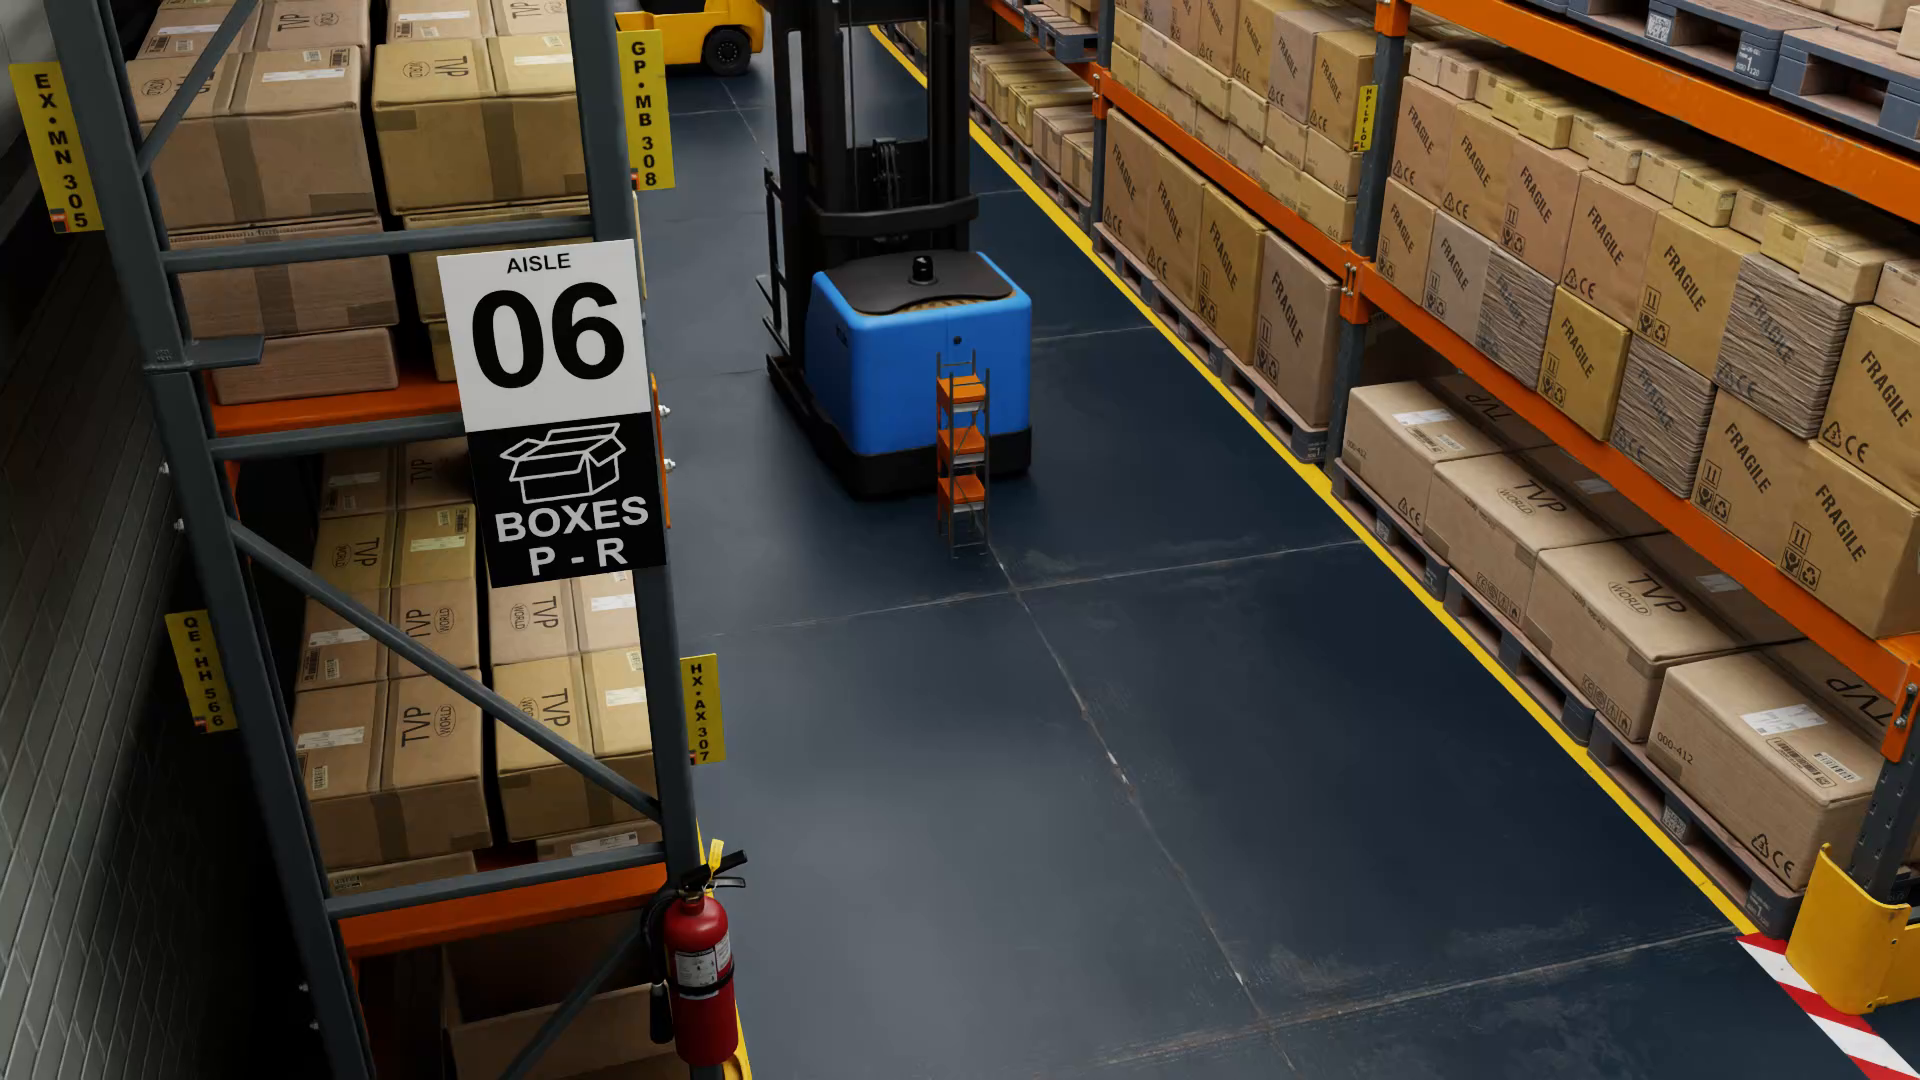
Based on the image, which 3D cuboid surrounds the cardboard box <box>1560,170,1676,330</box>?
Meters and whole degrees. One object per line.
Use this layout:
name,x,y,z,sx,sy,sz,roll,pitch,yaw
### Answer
cardboard box,2.831,-1.196,6.725,0.500,0.500,0.500,-8,31,-14

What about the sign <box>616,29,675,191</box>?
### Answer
sign,-0.647,-0.875,3.401,0.100,0.325,0.005,-8,31,-13

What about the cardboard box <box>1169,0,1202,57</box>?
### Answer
cardboard box,1.650,-3.367,10.475,0.500,0.500,0.500,-7,31,-12

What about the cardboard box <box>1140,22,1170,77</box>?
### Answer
cardboard box,1.524,-3.276,11.066,0.500,0.250,0.500,-7,31,-12

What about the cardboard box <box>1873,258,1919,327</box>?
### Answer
cardboard box,3.236,-0.811,5.412,0.380,0.149,0.250,-7,31,-12

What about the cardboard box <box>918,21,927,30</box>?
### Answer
cardboard box,-0.123,-5.396,16.655,0.500,0.500,0.500,-7,31,-12

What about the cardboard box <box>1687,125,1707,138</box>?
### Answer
cardboard box,3.220,-1.745,7.024,0.380,0.149,0.250,-8,31,-14

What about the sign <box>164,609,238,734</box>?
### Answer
sign,-1.710,0.300,3.766,0.100,0.325,0.005,-8,31,-13

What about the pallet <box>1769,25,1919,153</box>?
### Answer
pallet,3.408,-1.405,5.277,1.003,0.211,1.213,-8,31,-13

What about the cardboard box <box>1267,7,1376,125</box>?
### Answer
cardboard box,2.048,-2.627,9.197,0.500,0.500,0.500,-7,31,-12

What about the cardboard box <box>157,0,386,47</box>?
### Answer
cardboard box,-1.841,-1.381,4.501,0.500,0.250,0.500,-8,31,-13

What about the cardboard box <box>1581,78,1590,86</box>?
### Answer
cardboard box,2.964,-2.107,7.650,0.380,0.149,0.250,-8,31,-13

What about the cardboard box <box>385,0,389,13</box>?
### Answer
cardboard box,-1.309,-1.441,4.605,0.500,0.250,0.500,-8,31,-14

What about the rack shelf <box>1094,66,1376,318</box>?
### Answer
rack shelf,2.022,-2.375,10.577,1.077,0.370,4.000,-8,31,-13

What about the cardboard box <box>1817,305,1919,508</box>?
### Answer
cardboard box,3.257,-0.465,5.462,0.500,0.500,0.500,-7,31,-12

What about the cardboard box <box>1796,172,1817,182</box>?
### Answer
cardboard box,3.457,-1.382,6.397,0.380,0.149,0.250,-8,31,-13

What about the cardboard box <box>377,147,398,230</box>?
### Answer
cardboard box,-1.698,-0.913,4.191,0.500,0.250,0.500,-8,31,-13

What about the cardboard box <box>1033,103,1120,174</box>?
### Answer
cardboard box,1.148,-3.326,13.706,0.950,0.372,0.625,-8,31,-14

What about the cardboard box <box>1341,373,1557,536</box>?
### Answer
cardboard box,2.616,-0.475,8.716,0.875,0.438,0.875,-8,31,-14

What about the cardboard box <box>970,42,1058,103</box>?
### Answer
cardboard box,0.571,-4.375,15.519,0.950,0.372,0.625,-7,31,-13

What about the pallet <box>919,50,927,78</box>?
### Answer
pallet,0.217,-4.697,16.654,1.003,0.211,1.213,-8,31,-13

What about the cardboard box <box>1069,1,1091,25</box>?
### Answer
cardboard box,1.037,-3.972,12.450,0.380,0.149,0.250,-7,31,-13

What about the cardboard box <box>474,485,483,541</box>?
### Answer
cardboard box,-1.458,-0.177,5.915,0.500,0.250,0.500,-9,31,-15

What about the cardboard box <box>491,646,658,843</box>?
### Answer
cardboard box,-1.030,0.555,4.650,0.500,0.250,0.500,-8,31,-13

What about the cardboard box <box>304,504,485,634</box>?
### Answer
cardboard box,-1.810,0.134,5.377,0.500,0.250,0.500,-7,31,-12

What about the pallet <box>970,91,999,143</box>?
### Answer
pallet,0.638,-4.001,15.452,1.003,0.211,1.213,-8,31,-13

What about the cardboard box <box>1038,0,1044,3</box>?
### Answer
cardboard box,0.781,-4.341,13.088,0.380,0.149,0.250,-7,31,-12

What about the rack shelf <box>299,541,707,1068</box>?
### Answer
rack shelf,-1.701,0.219,6.095,1.077,0.370,4.000,-8,31,-13

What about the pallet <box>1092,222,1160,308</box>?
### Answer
pallet,1.628,-2.054,12.089,1.003,0.211,1.213,-8,31,-13

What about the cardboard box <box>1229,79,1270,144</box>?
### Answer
cardboard box,1.919,-2.542,9.798,0.500,0.250,0.500,-7,31,-12

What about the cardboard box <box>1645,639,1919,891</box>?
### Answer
cardboard box,3.343,0.833,6.454,0.875,0.438,0.875,-9,31,-15

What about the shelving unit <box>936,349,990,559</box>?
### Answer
shelving unit,0.014,-0.429,8.442,0.215,1.050,0.252,-8,31,-13

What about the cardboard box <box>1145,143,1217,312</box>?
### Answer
cardboard box,1.827,-2.138,11.152,0.875,0.875,0.875,-7,31,-13

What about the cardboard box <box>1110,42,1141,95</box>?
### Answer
cardboard box,1.379,-3.317,11.637,0.500,0.250,0.500,-8,31,-14

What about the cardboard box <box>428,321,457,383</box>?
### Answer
cardboard box,-1.030,-0.501,3.877,0.380,0.149,0.250,-7,31,-12

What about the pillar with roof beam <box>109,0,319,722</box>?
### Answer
pillar with roof beam,1.235,-3.771,6.282,9.100,9.000,0.400,-8,31,-13

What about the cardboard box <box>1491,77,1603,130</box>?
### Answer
cardboard box,2.586,-1.922,7.331,0.380,0.149,0.250,-8,31,-14

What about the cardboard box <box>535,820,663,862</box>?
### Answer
cardboard box,-0.993,0.787,4.647,0.380,0.149,0.250,-8,31,-14

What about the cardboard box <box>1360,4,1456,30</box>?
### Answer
cardboard box,2.552,-2.689,9.303,0.500,0.500,0.500,-8,31,-14

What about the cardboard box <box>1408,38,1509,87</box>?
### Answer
cardboard box,2.387,-2.290,7.966,0.380,0.149,0.250,-8,31,-14

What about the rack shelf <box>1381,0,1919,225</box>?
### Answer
rack shelf,3.084,-1.741,6.487,1.077,0.370,4.000,-8,31,-13

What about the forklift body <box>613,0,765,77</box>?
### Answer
forklift body,-3.154,-5.813,16.647,2.313,2.155,1.214,-8,31,-13

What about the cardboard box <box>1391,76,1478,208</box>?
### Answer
cardboard box,2.446,-1.934,7.999,0.500,0.500,0.500,-8,31,-13

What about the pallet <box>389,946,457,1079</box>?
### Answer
pallet,-1.402,1.659,5.673,1.003,0.211,1.213,-8,31,-13

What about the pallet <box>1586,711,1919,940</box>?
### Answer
pallet,3.327,1.043,6.738,1.003,0.211,1.213,-8,31,-13

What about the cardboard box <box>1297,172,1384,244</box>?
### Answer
cardboard box,2.191,-1.838,9.081,0.500,0.250,0.500,-9,31,-14

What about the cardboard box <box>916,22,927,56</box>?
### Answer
cardboard box,-0.137,-5.081,16.860,0.500,0.250,0.500,-9,31,-15

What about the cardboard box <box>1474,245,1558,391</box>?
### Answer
cardboard box,2.681,-1.017,7.413,0.500,0.500,0.500,-8,31,-13

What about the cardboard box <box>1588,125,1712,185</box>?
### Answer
cardboard box,2.773,-1.552,6.691,0.380,0.149,0.250,-8,31,-13

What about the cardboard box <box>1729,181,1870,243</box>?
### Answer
cardboard box,3.058,-1.187,6.062,0.380,0.149,0.250,-8,31,-14

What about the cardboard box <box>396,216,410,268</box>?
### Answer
cardboard box,-1.675,-0.819,4.427,0.380,0.149,0.250,-9,31,-15

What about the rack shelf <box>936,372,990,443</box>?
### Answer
rack shelf,0.014,-0.665,8.306,0.215,0.259,0.240,-8,31,-13

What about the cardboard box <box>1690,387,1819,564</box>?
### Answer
cardboard box,3.113,-0.274,6.129,0.500,0.500,0.500,-8,31,-14

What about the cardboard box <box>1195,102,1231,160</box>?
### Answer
cardboard box,1.800,-2.580,10.362,0.500,0.250,0.500,-8,31,-13

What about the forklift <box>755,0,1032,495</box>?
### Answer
forklift,-0.575,-2.239,9.692,1.130,2.935,3.031,-10,32,-17

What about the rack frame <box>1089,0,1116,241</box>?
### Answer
rack frame,1.491,-3.652,12.065,1.000,3.000,0.127,-8,31,-13
